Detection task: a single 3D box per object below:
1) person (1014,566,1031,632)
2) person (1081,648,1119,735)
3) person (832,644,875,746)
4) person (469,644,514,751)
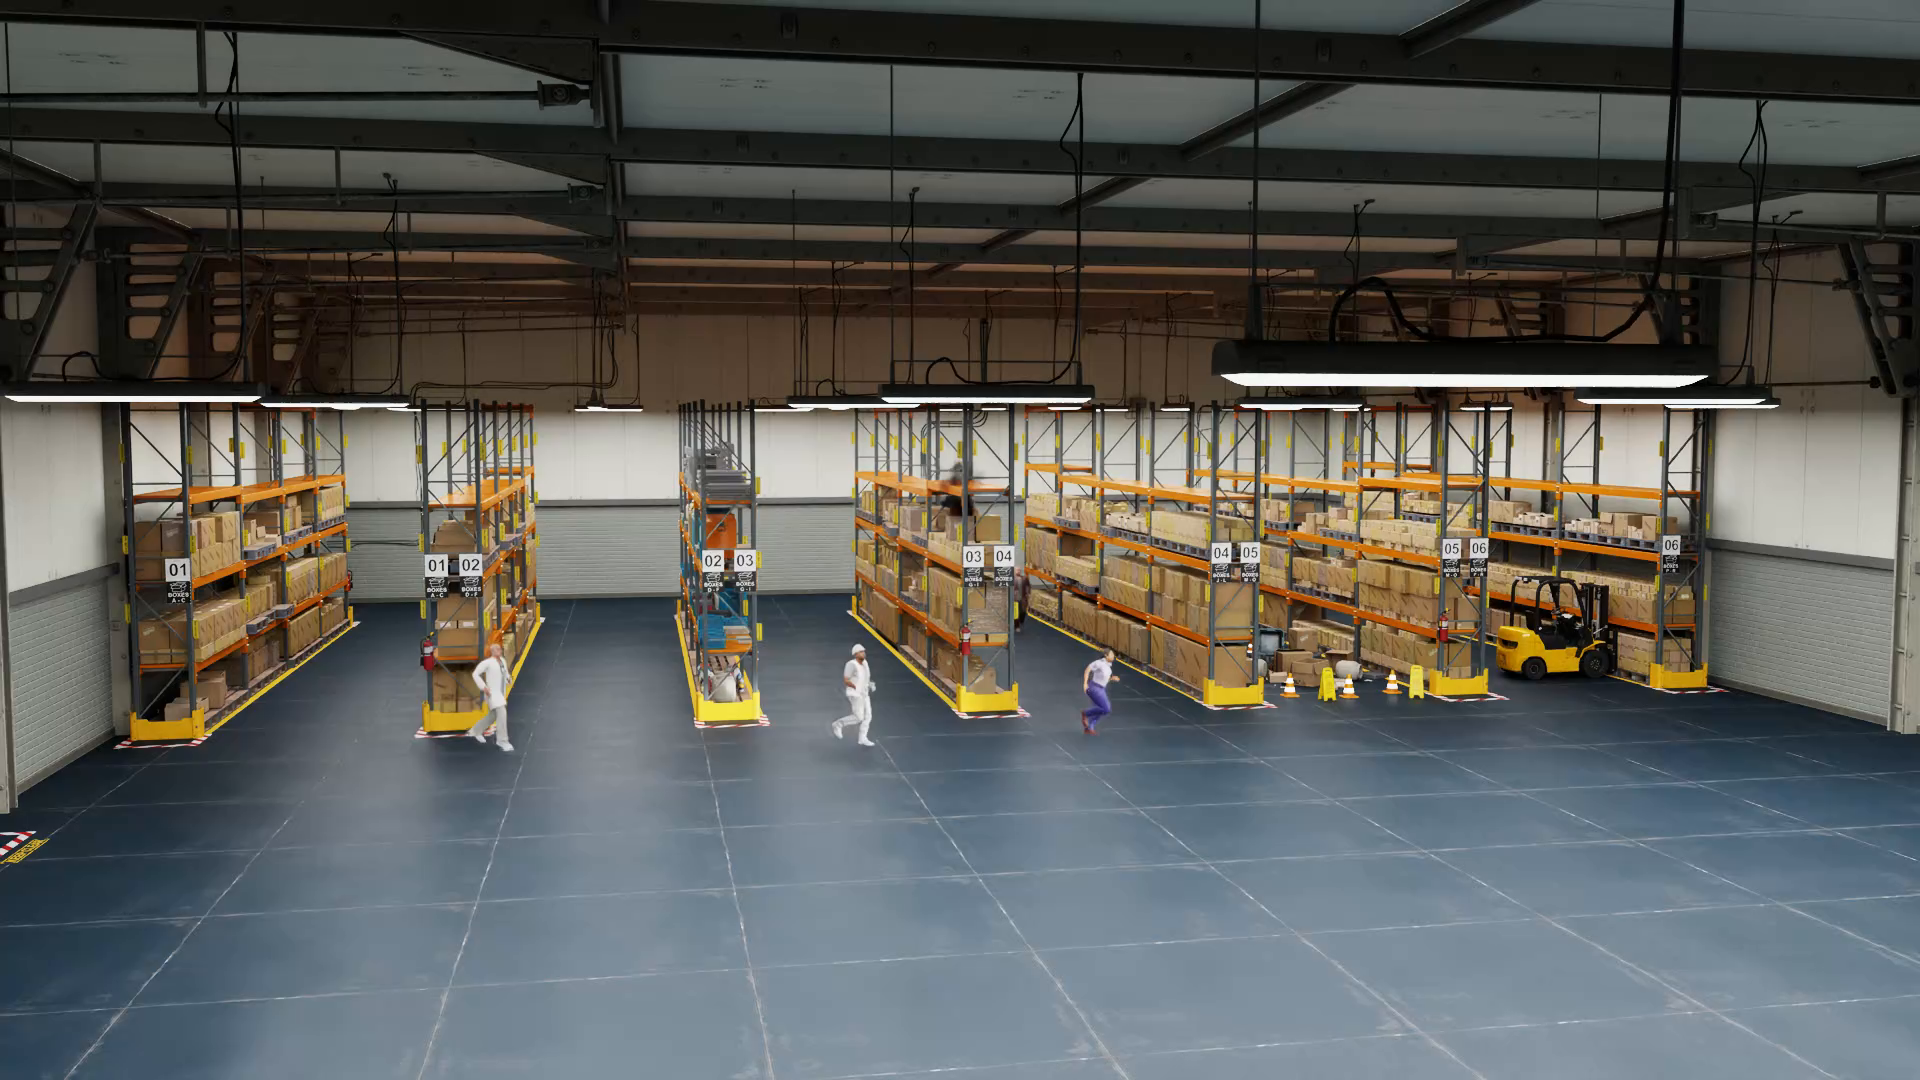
[{"bbox_3d":[1.550,1.563,43.614,0.695,1.739,0.630,-1,4,-7],"label":"person"},{"bbox_3d":[2.514,2.716,29.708,0.669,1.564,0.593,1,5,17],"label":"person"},{"bbox_3d":[-1.813,2.679,28.867,0.752,1.763,0.684,2,5,25],"label":"person"},{"bbox_3d":[-8.030,2.680,28.577,0.935,1.823,0.710,1,4,16],"label":"person"}]
